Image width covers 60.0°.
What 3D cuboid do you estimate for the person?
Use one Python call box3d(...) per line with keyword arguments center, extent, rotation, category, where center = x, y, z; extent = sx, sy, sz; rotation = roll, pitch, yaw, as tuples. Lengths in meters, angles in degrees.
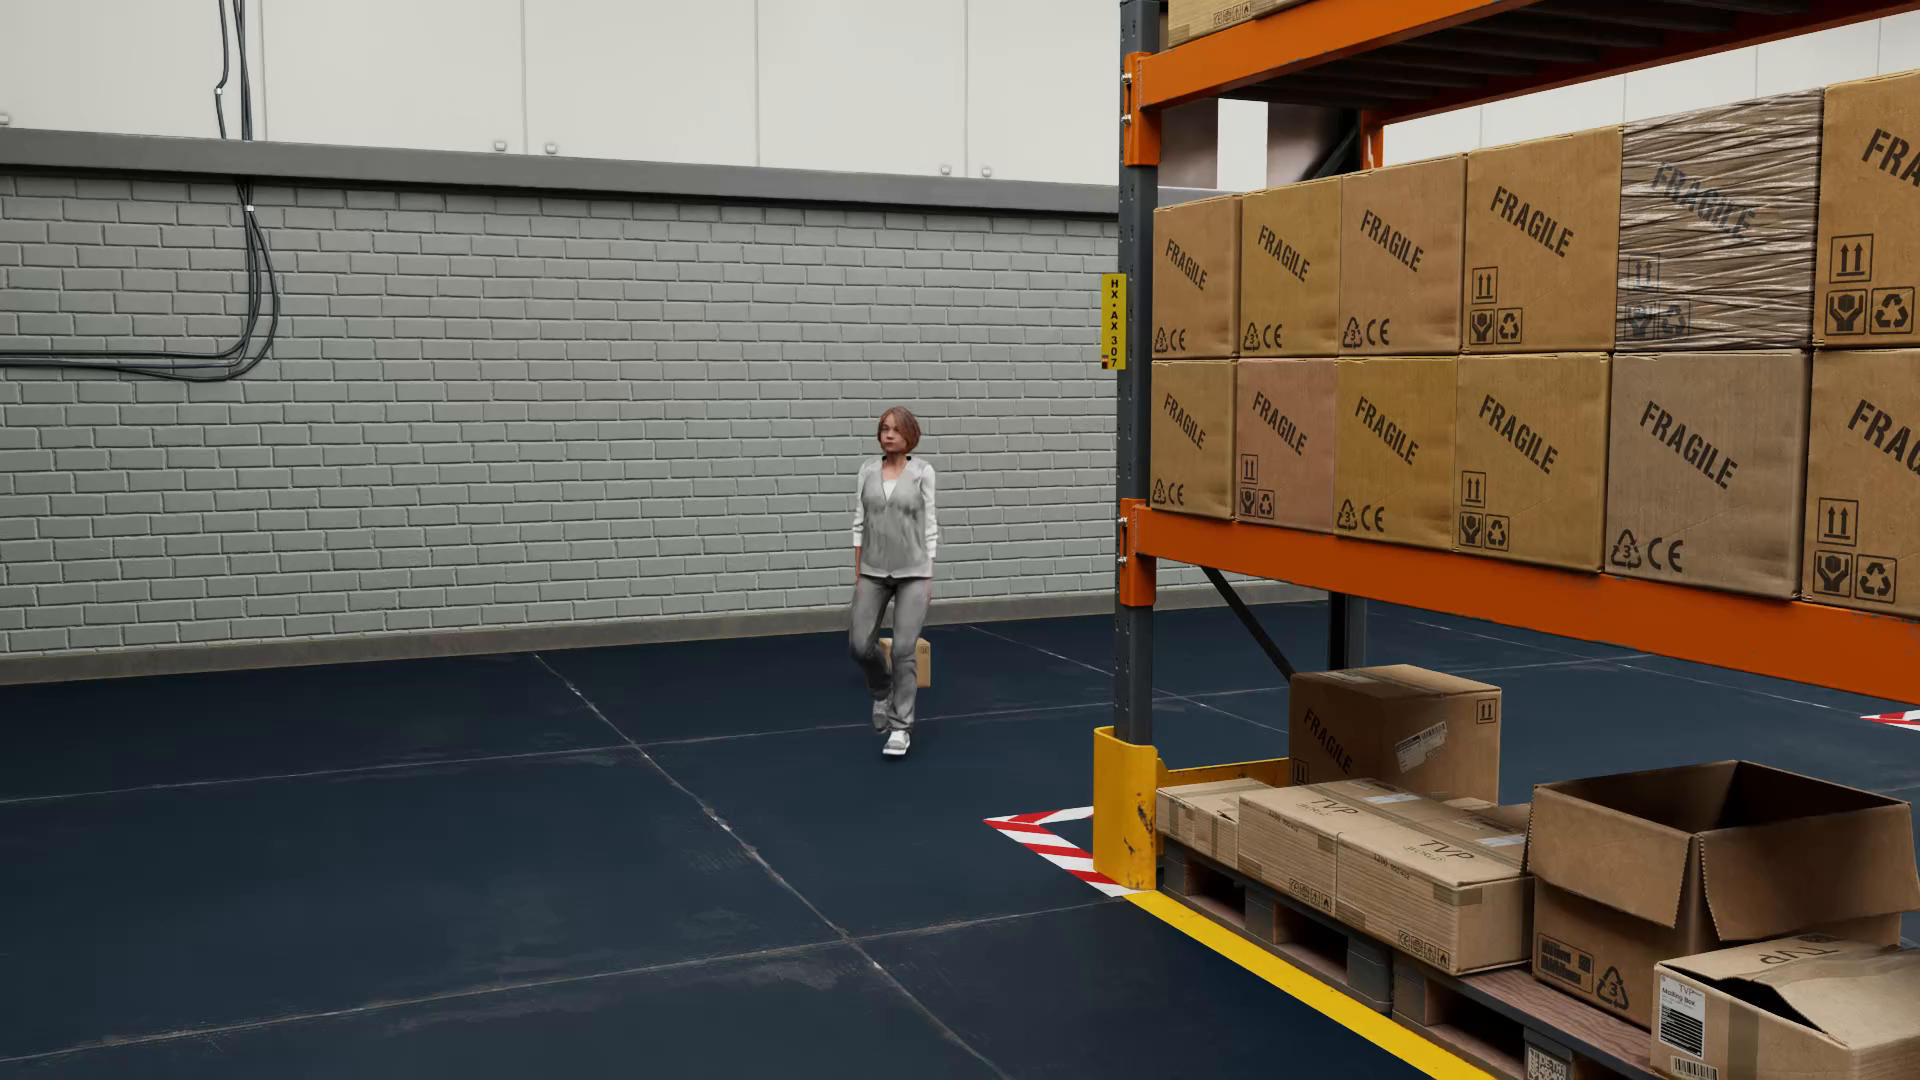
box3d(center=(-0.299, 0.269, 7.677), extent=(0.406, 1.271, 0.429), rotation=(1, 6, 10), category="person")
